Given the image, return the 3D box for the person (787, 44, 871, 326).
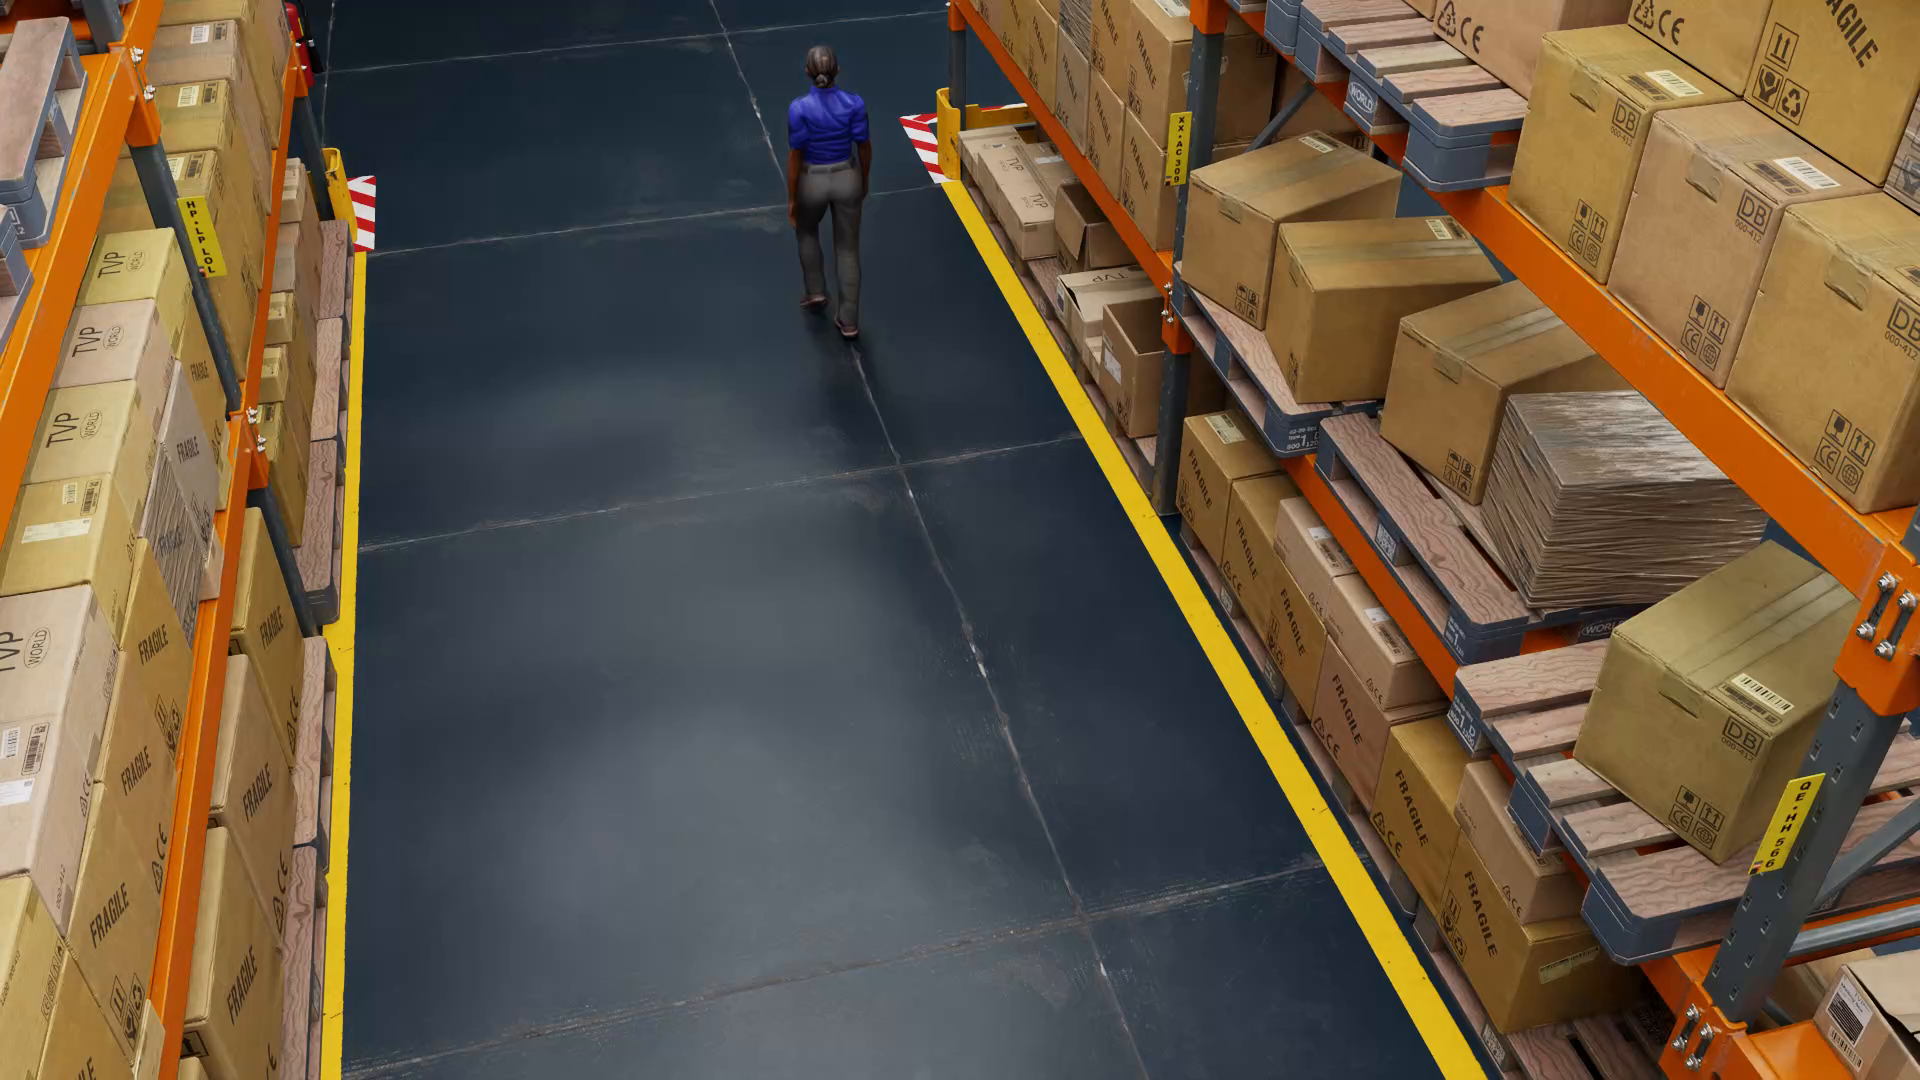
[{"bbox_3d":[-0.716,-1.959,9.087,0.485,1.558,0.530,-6,39,-8],"label":"person"}]
